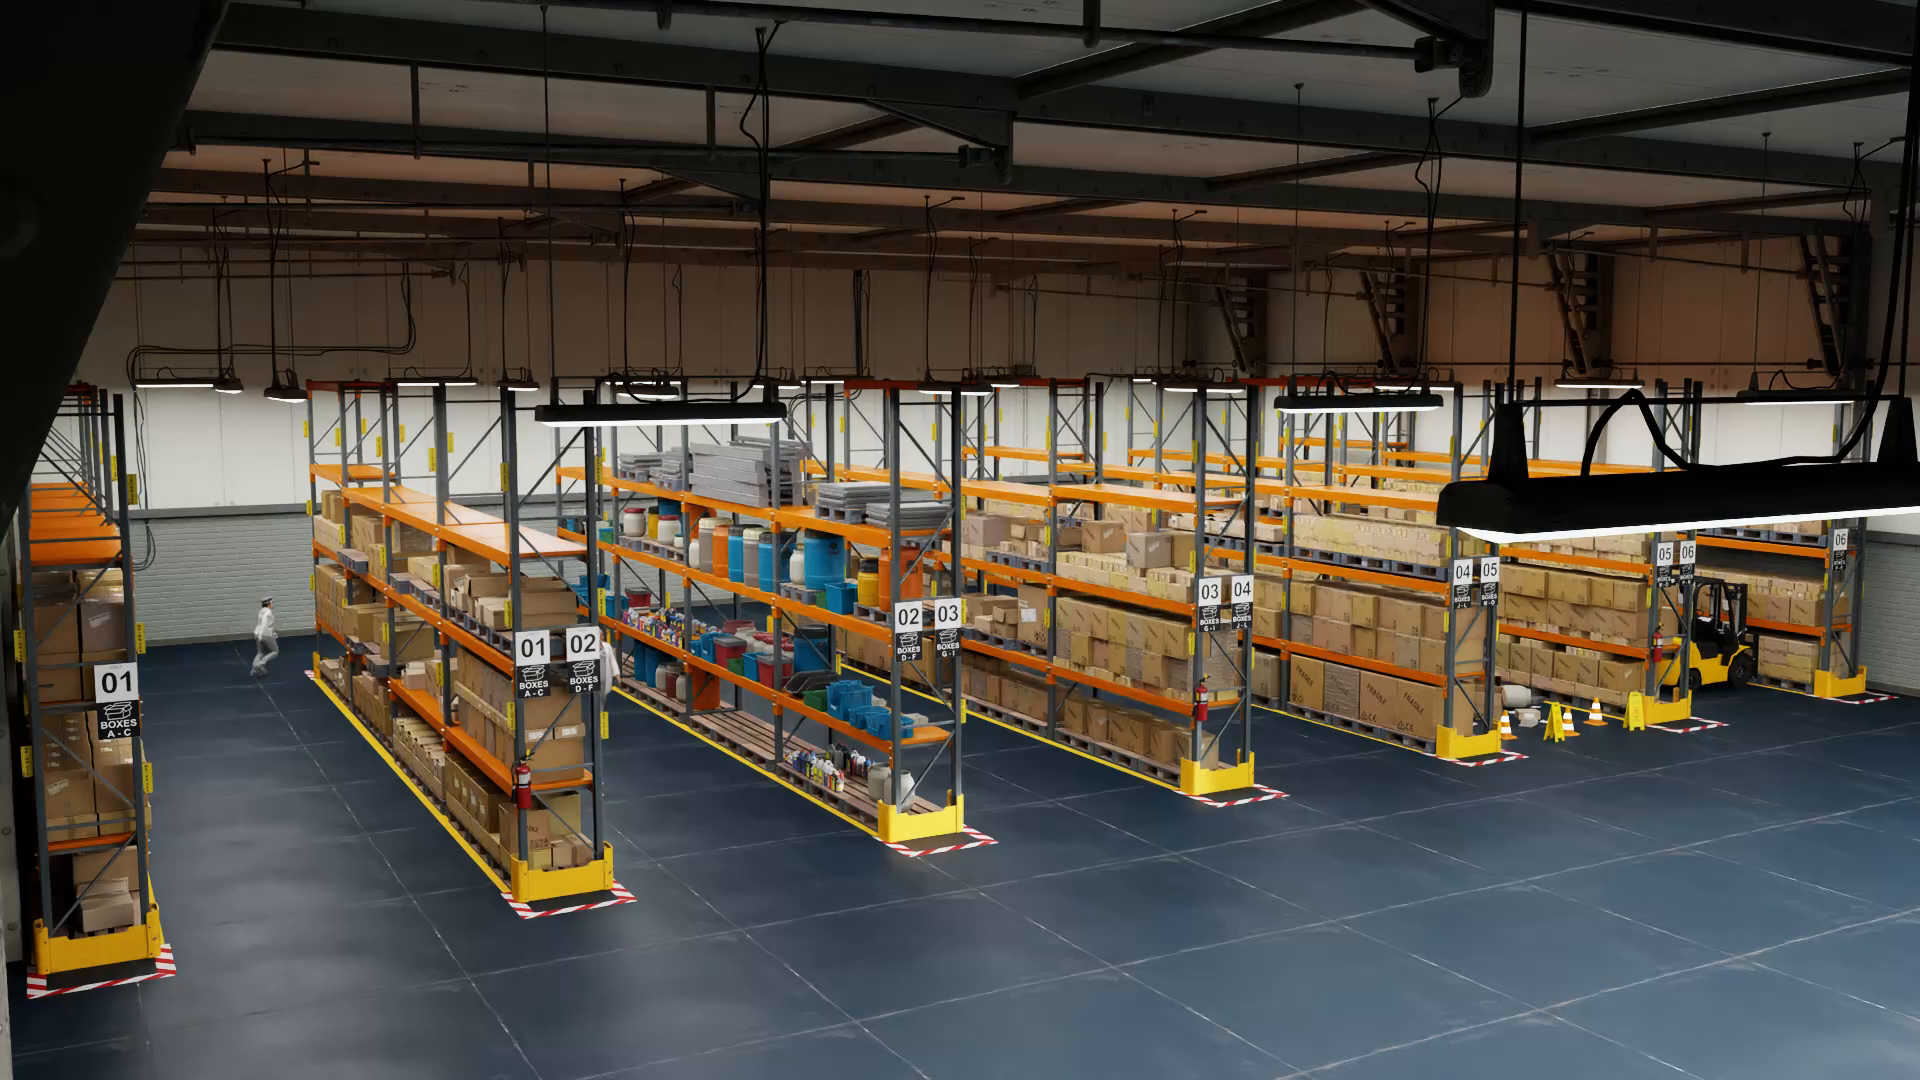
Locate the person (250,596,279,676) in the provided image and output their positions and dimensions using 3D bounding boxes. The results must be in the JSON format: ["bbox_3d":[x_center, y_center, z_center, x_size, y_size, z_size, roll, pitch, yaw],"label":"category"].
[{"bbox_3d":[-14.150,1.948,33.843,0.525,1.608,0.693,3,7,28],"label":"person"}]

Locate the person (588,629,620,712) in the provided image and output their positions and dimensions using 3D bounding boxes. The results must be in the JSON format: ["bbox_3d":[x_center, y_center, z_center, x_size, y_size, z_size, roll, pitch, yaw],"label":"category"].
[{"bbox_3d":[-6.208,2.394,28.712,0.678,1.716,1.114,-4,7,-33],"label":"person"}]

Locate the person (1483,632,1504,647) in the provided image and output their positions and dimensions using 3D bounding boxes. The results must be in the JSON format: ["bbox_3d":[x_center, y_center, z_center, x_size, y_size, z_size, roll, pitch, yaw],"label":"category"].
[{"bbox_3d":[11.762,1.600,36.497,0.537,1.803,0.604,-5,8,-39],"label":"person"}]
